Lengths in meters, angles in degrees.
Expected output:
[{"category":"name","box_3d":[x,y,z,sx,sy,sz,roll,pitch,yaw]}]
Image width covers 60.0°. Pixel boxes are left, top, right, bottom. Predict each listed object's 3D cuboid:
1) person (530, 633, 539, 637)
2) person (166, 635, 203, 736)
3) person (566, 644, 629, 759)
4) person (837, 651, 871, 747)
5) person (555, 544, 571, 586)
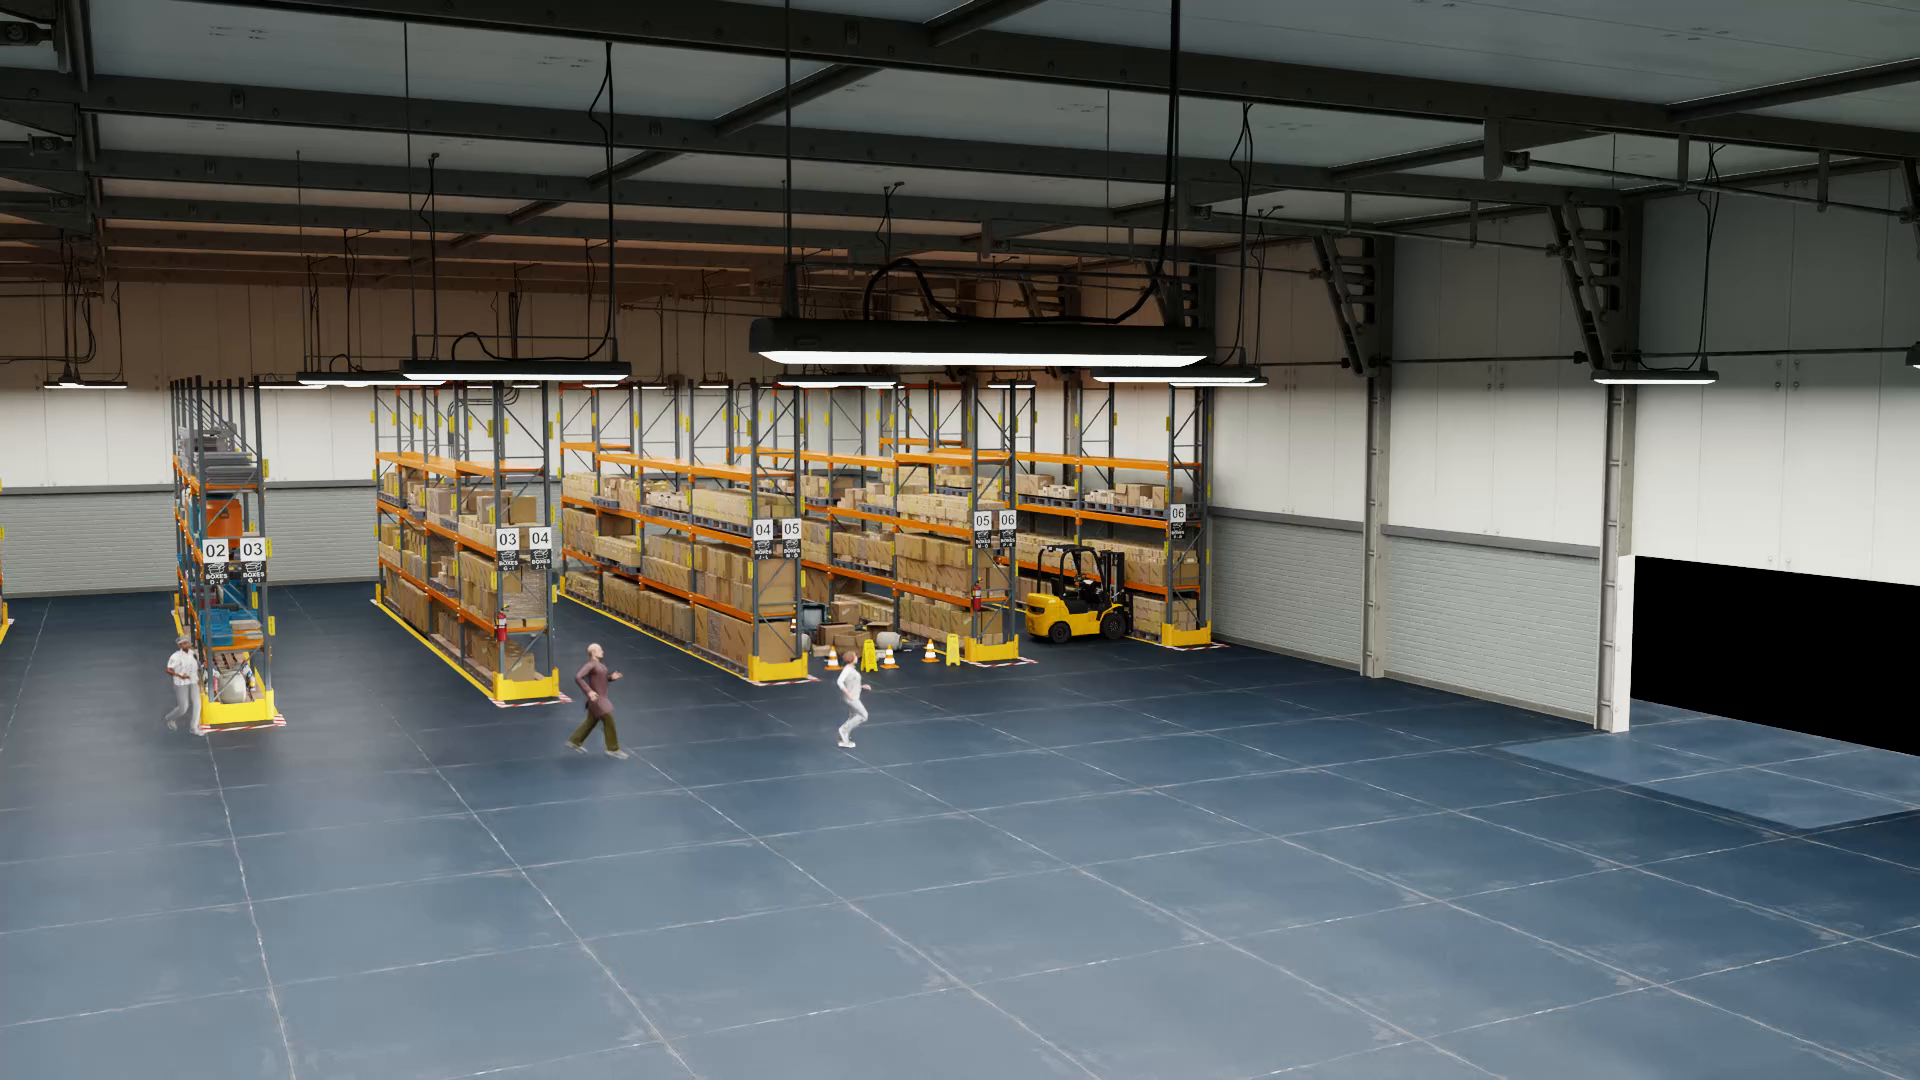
[{"category":"person","box_3d":[-9.908,1.454,38.698,0.559,1.629,0.583,-3,6,-28]},{"category":"person","box_3d":[-12.983,2.426,27.832,0.718,1.704,0.589,3,6,30]},{"category":"person","box_3d":[-5.658,2.511,25.912,0.981,1.807,0.687,-1,5,-7]},{"category":"person","box_3d":[-1.705,2.560,26.792,0.549,1.559,0.522,0,5,0]},{"category":"person","box_3d":[-11.606,0.561,48.681,0.752,1.690,0.767,-1,5,-8]}]
